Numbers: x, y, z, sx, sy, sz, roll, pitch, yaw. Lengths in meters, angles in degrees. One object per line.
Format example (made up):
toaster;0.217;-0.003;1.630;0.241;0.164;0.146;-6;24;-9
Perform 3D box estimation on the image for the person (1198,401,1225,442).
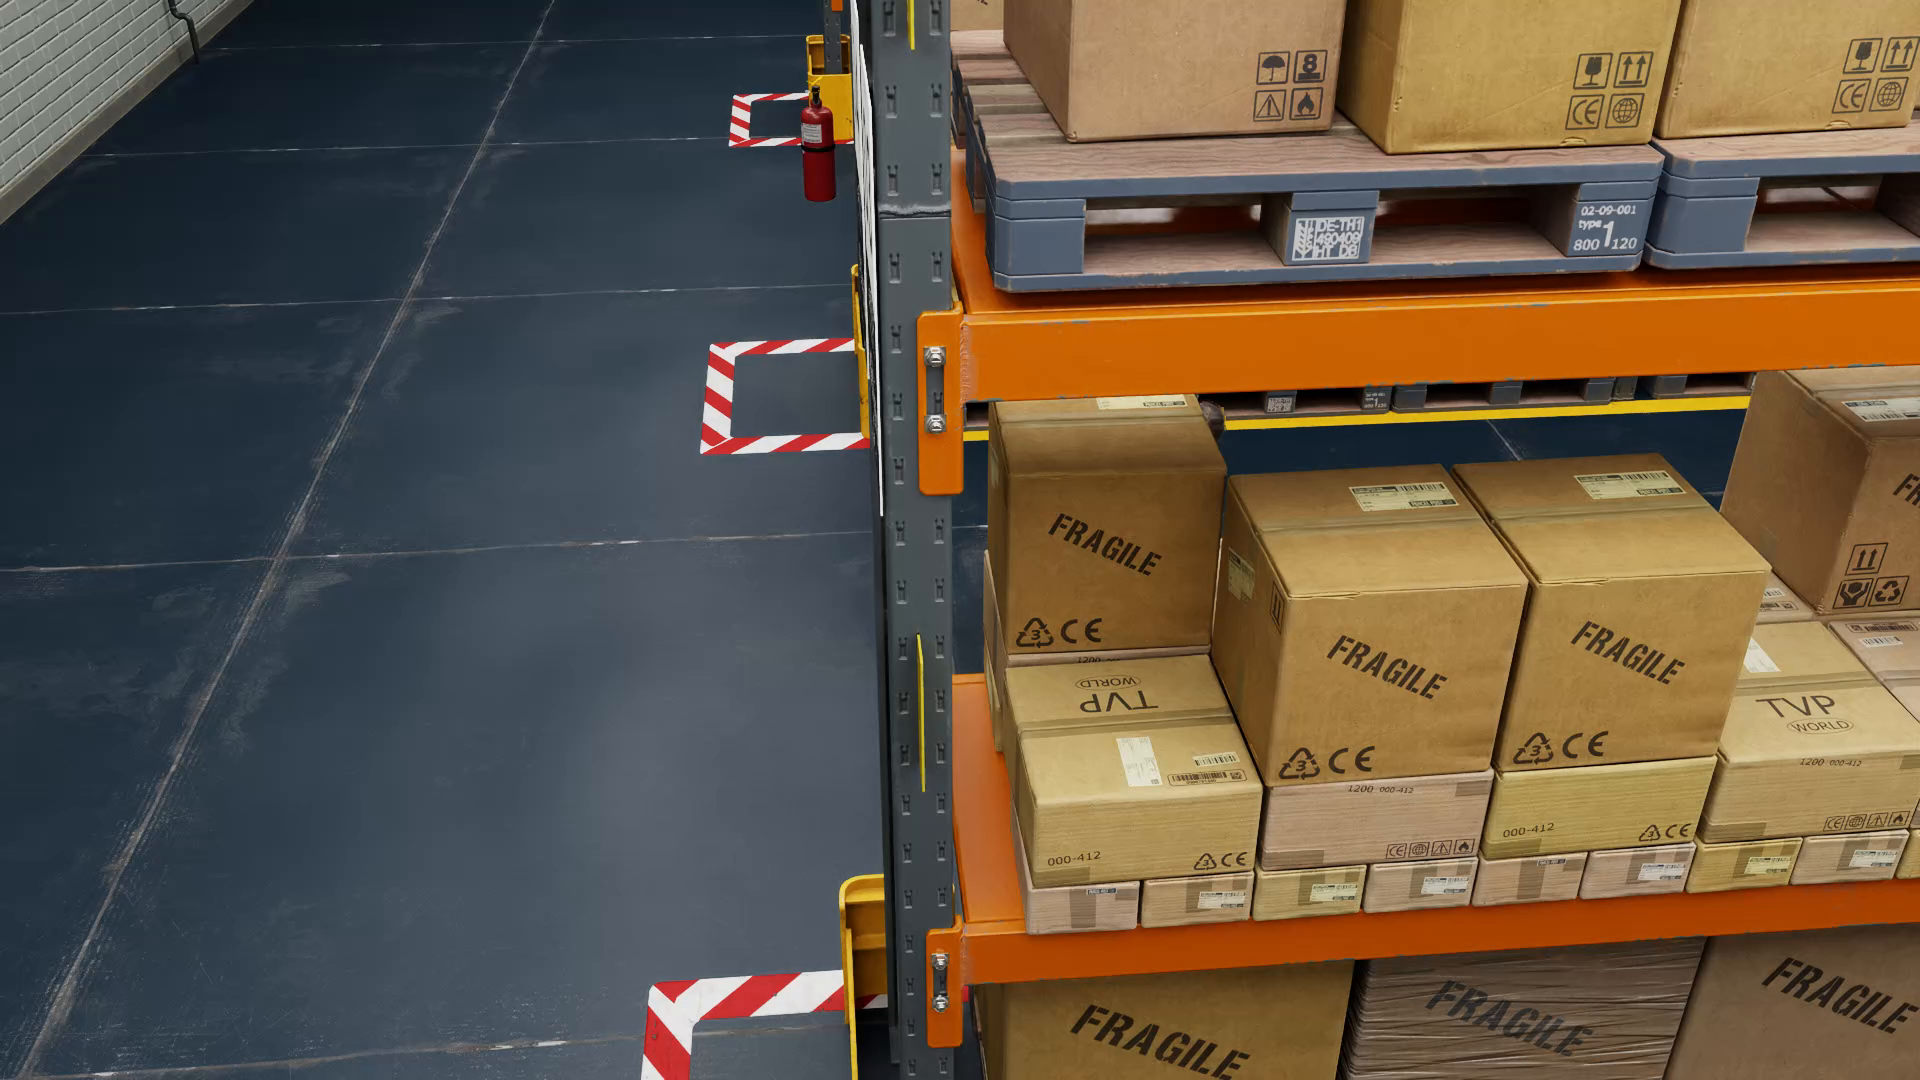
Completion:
person;0.620;-0.034;6.733;0.851;1.105;0.450;-4;32;-7
